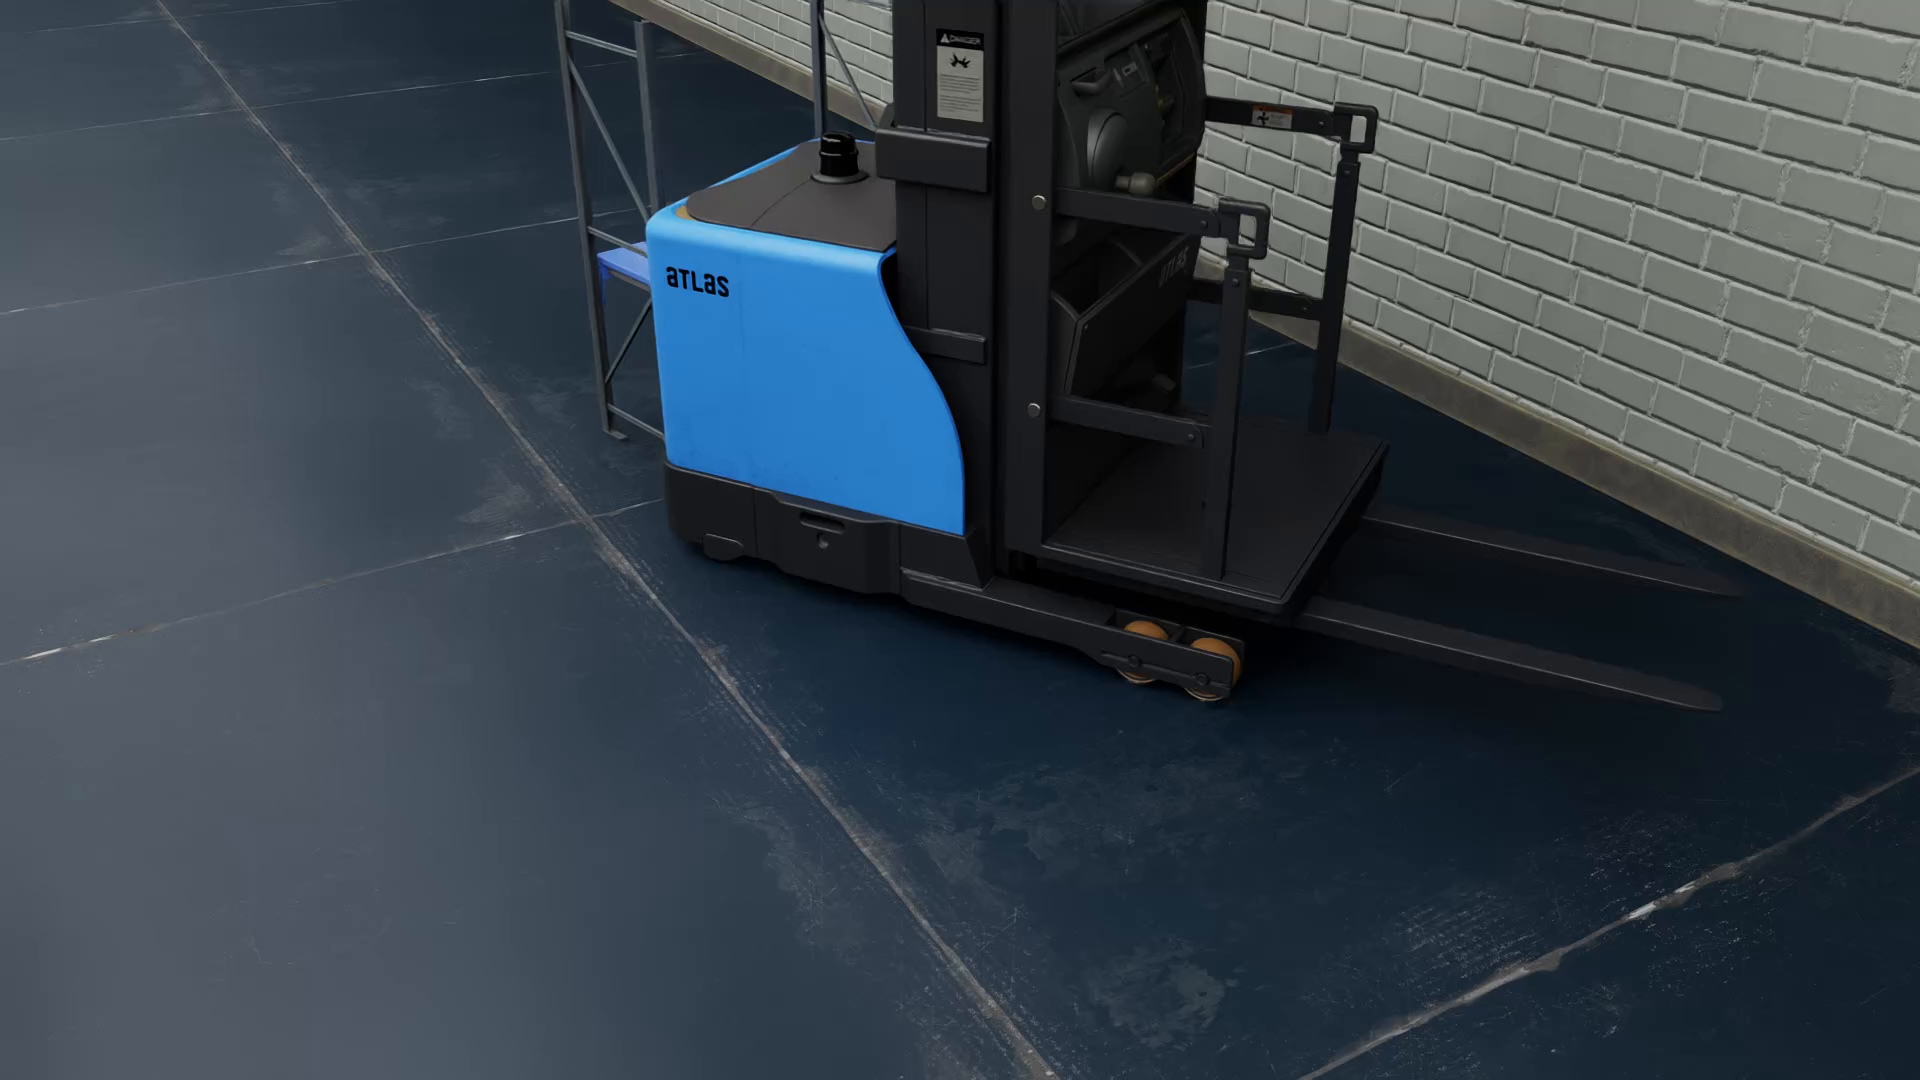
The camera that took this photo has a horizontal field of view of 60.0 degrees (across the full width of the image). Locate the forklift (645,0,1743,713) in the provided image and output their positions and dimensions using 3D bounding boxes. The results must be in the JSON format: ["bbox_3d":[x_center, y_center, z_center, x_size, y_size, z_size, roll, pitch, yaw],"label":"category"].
[{"bbox_3d":[0.642,-1.145,4.290,3.031,2.935,1.130,14,32,23],"label":"forklift"}]

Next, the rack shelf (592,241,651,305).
[{"bbox_3d":[-0.726,-0.973,5.832,1.000,0.185,0.538,-24,37,-37],"label":"rack shelf"}]

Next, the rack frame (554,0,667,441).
[{"bbox_3d":[-1.098,-0.963,5.442,0.032,1.500,0.500,-24,37,-37],"label":"rack frame"}]

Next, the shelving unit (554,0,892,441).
[{"bbox_3d":[-0.726,-1.130,5.745,1.048,1.500,0.538,-24,37,-37],"label":"shelving unit"}]

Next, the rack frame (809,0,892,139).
[{"bbox_3d":[-0.354,-1.297,6.049,0.032,1.500,0.500,-24,37,-37],"label":"rack frame"}]
